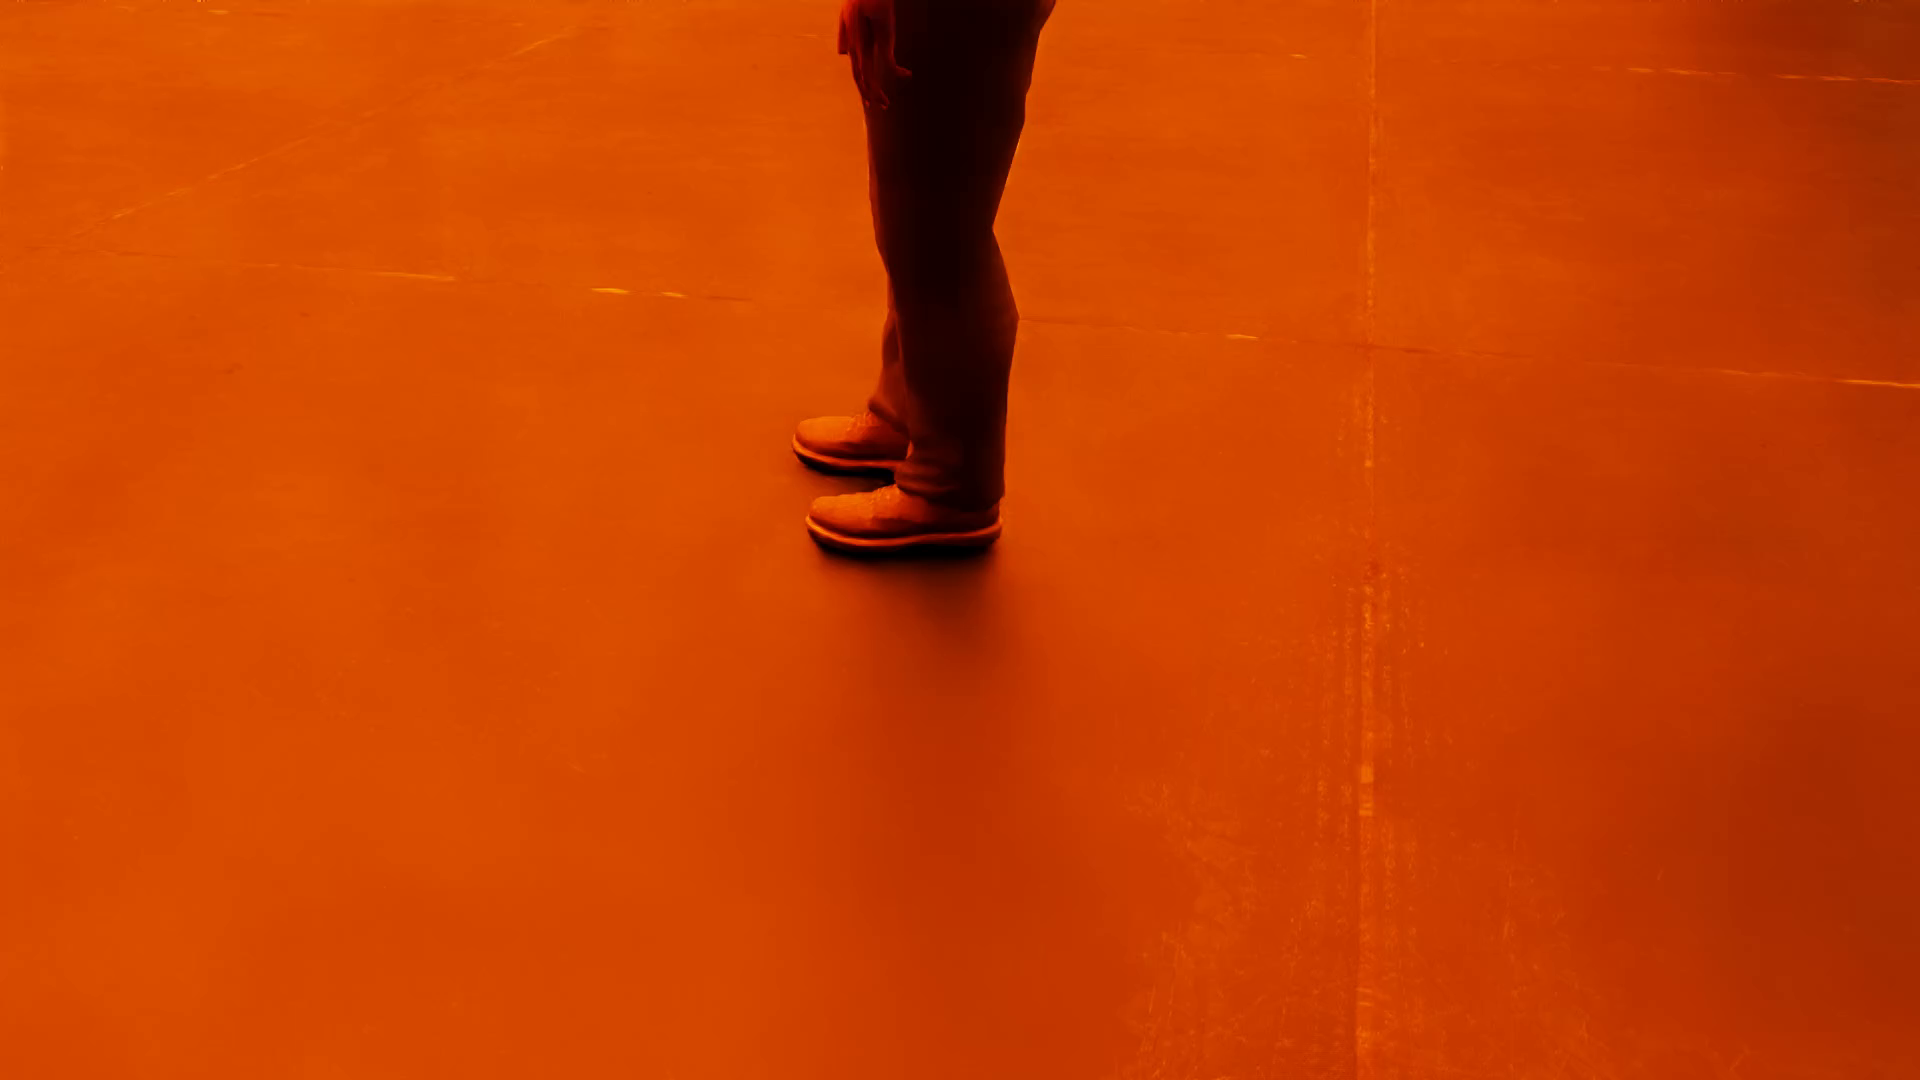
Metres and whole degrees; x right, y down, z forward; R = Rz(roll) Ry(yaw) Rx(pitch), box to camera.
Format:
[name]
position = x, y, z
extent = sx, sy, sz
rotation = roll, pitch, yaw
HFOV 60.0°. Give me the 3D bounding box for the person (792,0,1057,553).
[person]
position = -0.081, -0.762, 2.158
extent = 0.503, 1.654, 0.570
rotation = 6, 27, 11
